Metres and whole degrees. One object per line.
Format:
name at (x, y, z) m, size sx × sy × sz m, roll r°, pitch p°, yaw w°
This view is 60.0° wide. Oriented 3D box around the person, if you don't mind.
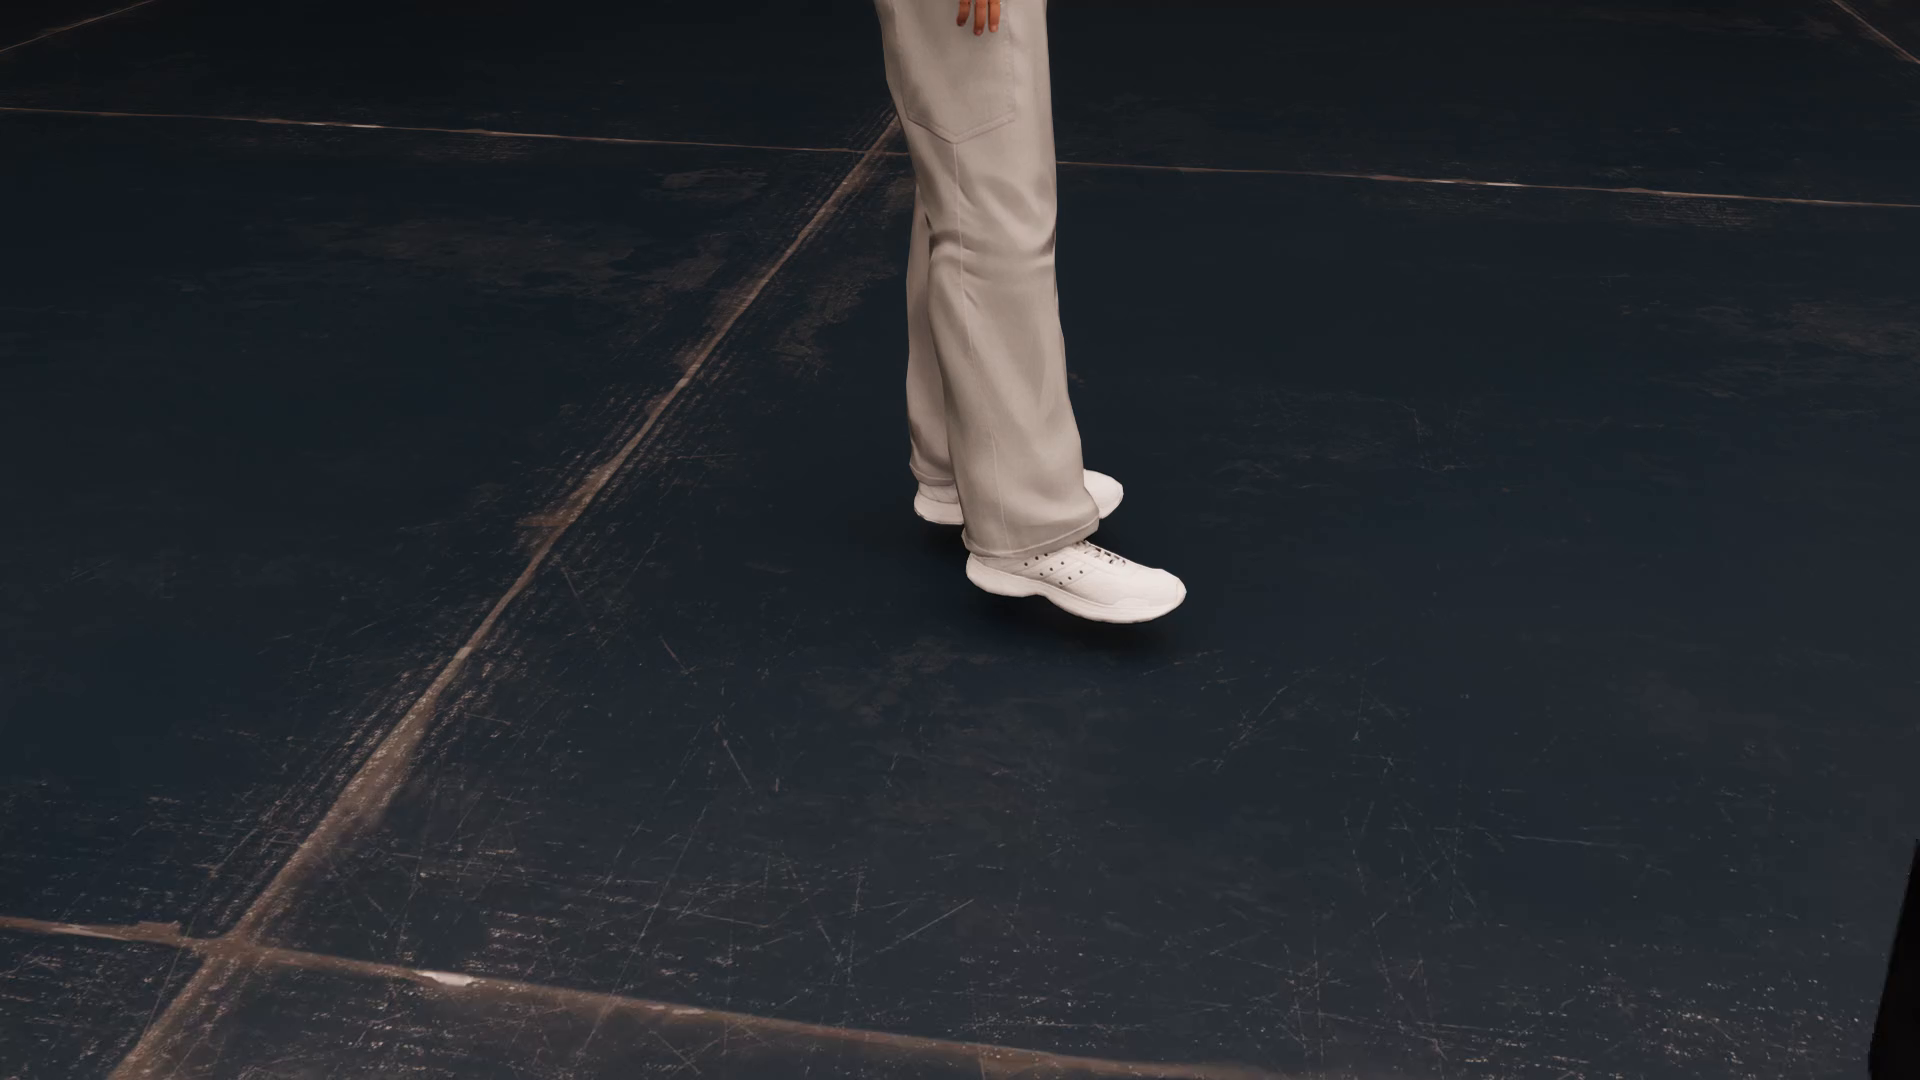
person at (0.070, -0.761, 2.048) m, size 0.549 × 1.674 × 0.549 m, roll 5°, pitch 29°, yaw 9°
